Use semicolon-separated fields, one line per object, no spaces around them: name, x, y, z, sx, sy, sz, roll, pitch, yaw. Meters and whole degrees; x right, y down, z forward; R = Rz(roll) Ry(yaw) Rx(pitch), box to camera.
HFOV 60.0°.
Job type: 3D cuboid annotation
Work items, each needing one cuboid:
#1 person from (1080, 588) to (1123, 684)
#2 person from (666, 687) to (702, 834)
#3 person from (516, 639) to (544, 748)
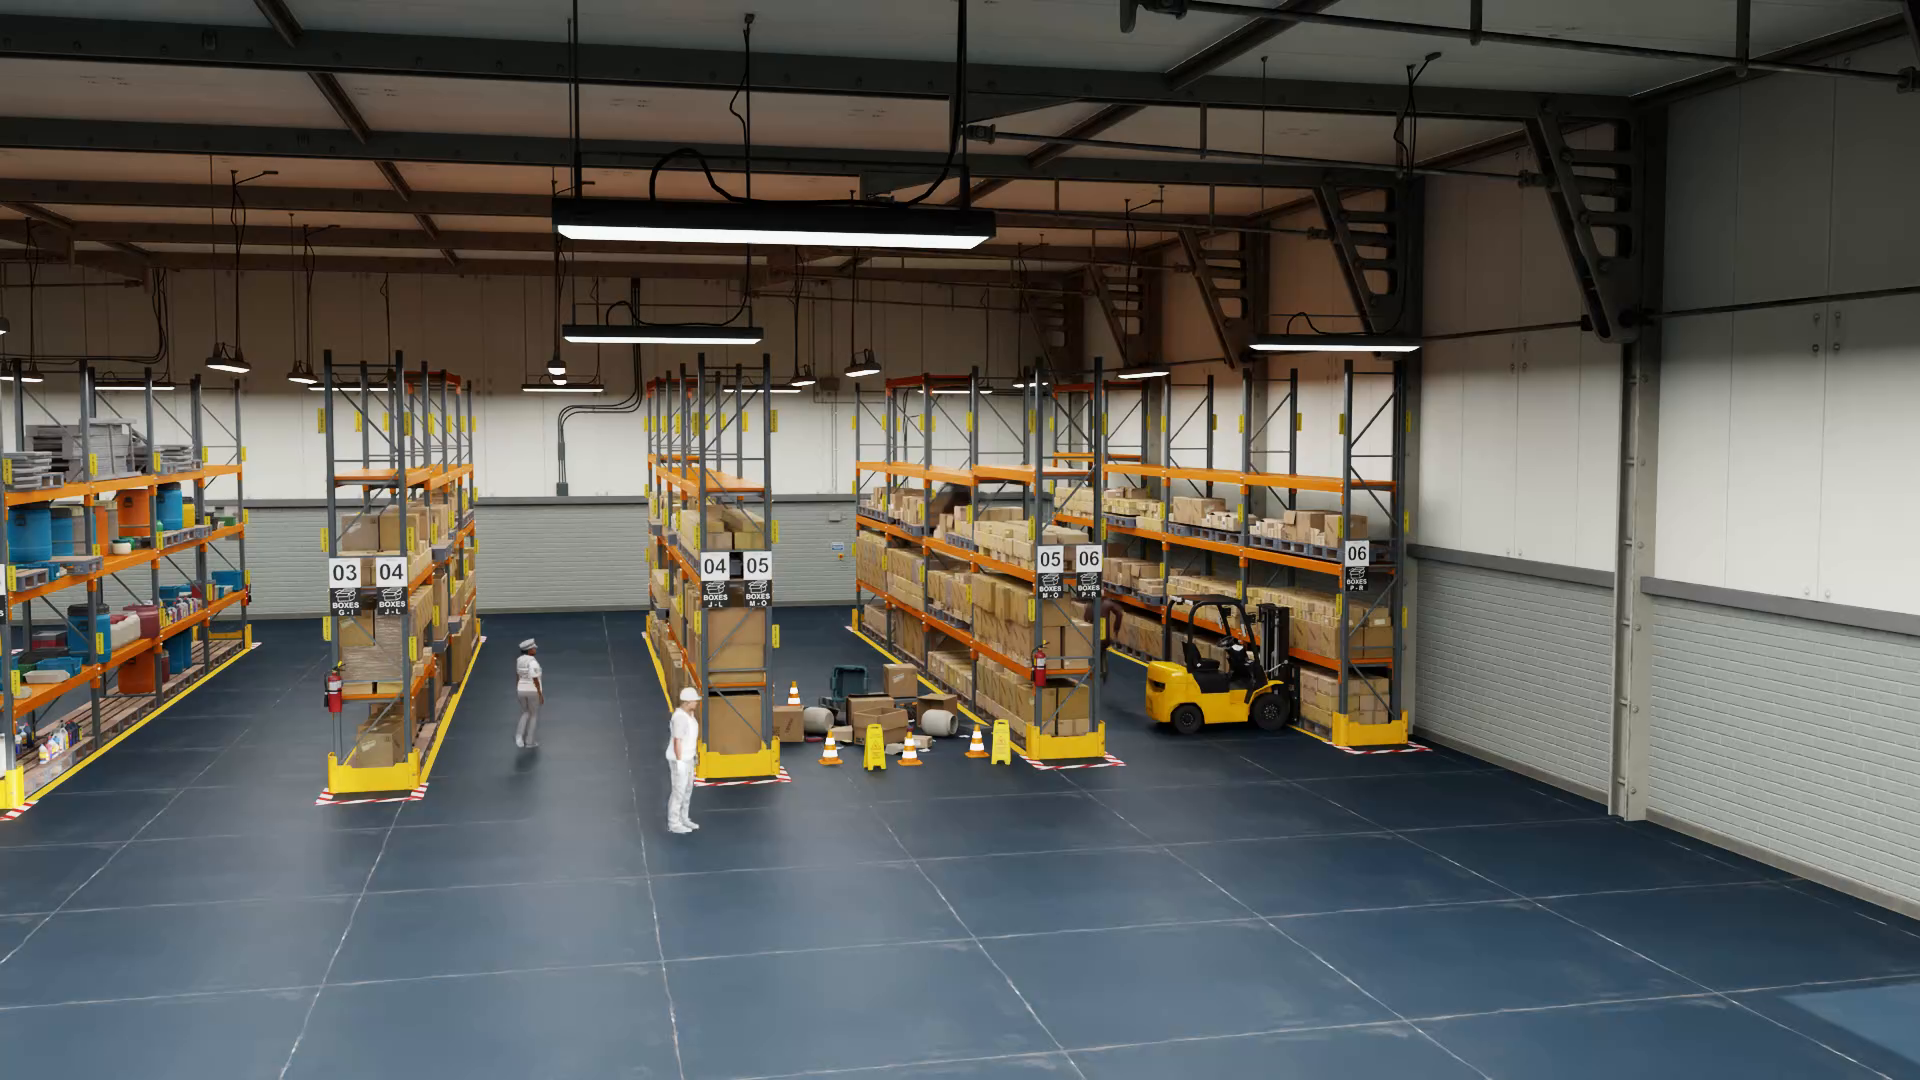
person;2.586;1.762;30.438;0.752;1.807;0.658;-1;4;-9
person;-3.387;2.694;20.443;0.451;1.790;0.585;0;4;4
person;-6.645;2.359;25.661;0.463;1.686;0.447;2;4;21
